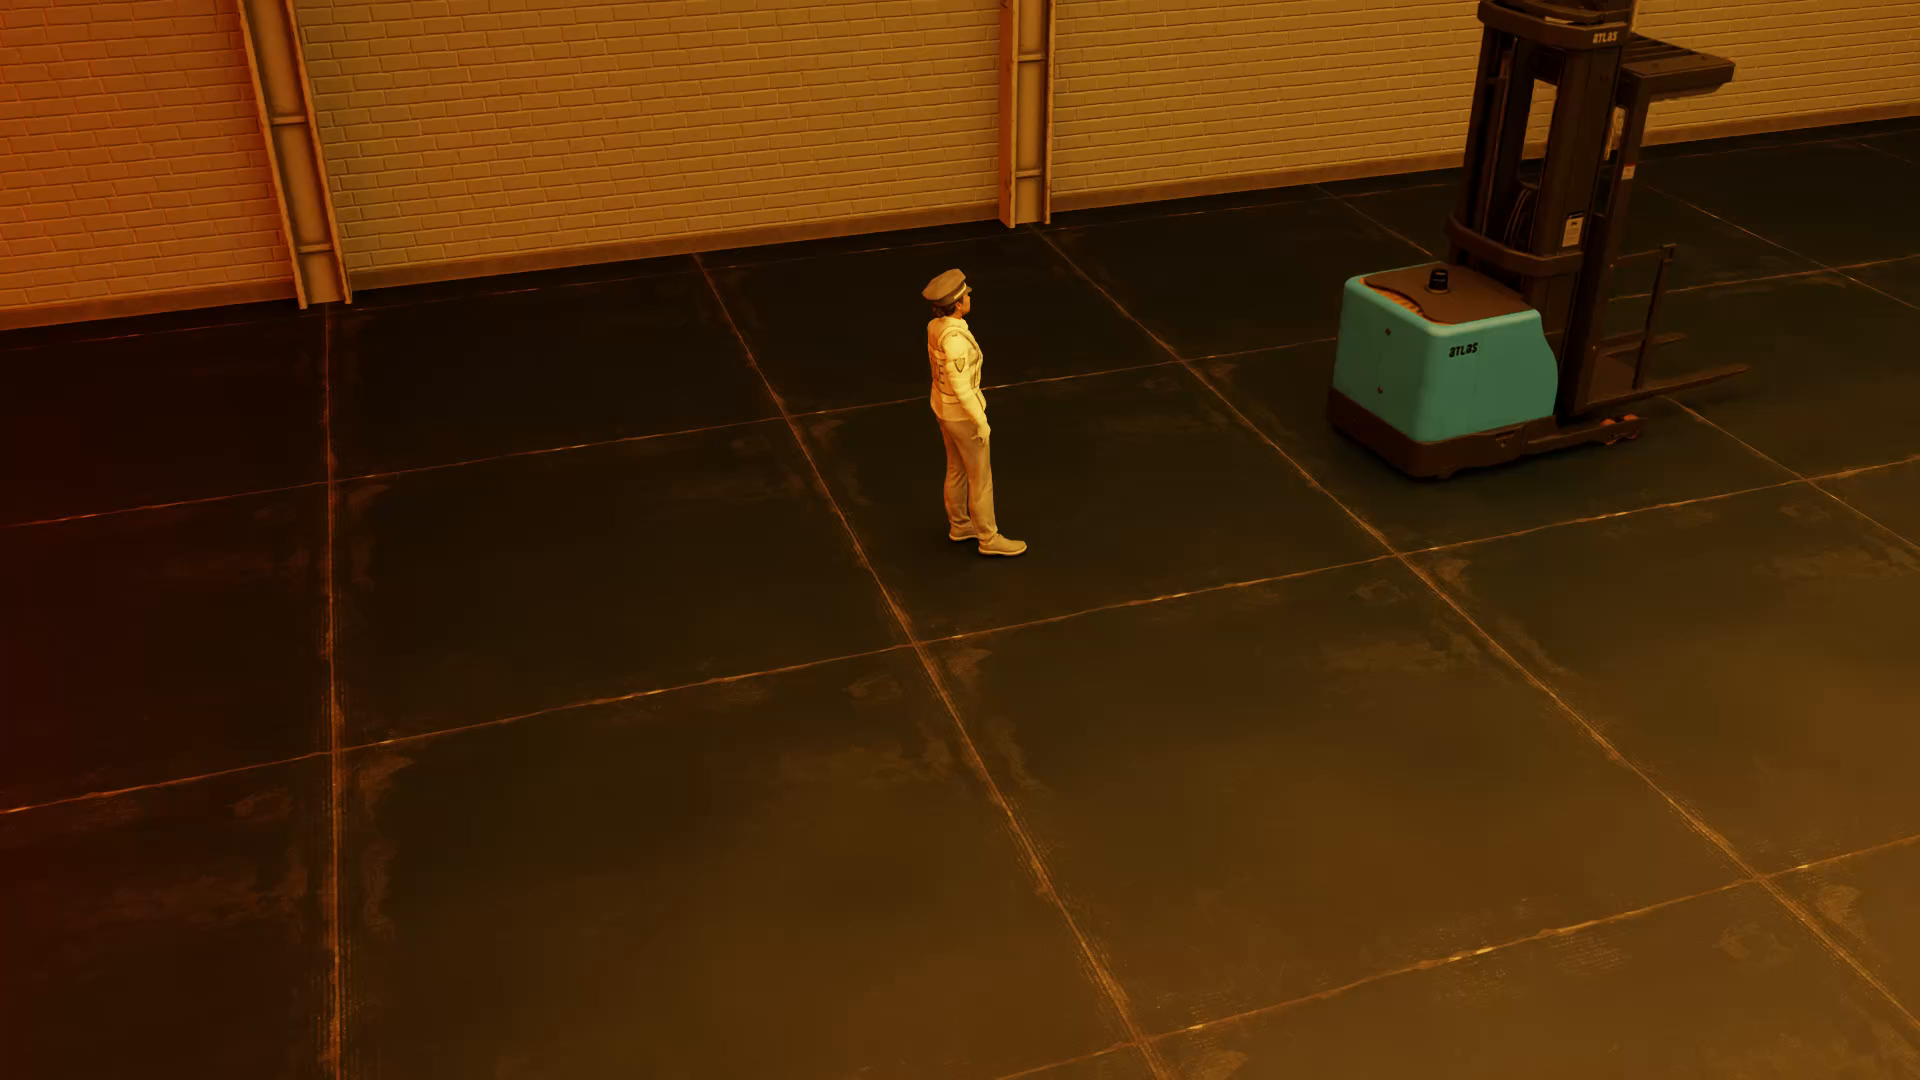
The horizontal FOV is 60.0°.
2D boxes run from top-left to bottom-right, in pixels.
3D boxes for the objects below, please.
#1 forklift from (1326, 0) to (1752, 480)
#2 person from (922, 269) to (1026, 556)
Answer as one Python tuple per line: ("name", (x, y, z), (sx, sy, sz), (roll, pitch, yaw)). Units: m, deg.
("forklift", (4.056, -2.136, 10.800), (3.031, 2.935, 1.130), (-13, 32, -21))
("person", (0.068, -0.748, 9.613), (0.530, 1.694, 0.586), (-10, 31, -16))
